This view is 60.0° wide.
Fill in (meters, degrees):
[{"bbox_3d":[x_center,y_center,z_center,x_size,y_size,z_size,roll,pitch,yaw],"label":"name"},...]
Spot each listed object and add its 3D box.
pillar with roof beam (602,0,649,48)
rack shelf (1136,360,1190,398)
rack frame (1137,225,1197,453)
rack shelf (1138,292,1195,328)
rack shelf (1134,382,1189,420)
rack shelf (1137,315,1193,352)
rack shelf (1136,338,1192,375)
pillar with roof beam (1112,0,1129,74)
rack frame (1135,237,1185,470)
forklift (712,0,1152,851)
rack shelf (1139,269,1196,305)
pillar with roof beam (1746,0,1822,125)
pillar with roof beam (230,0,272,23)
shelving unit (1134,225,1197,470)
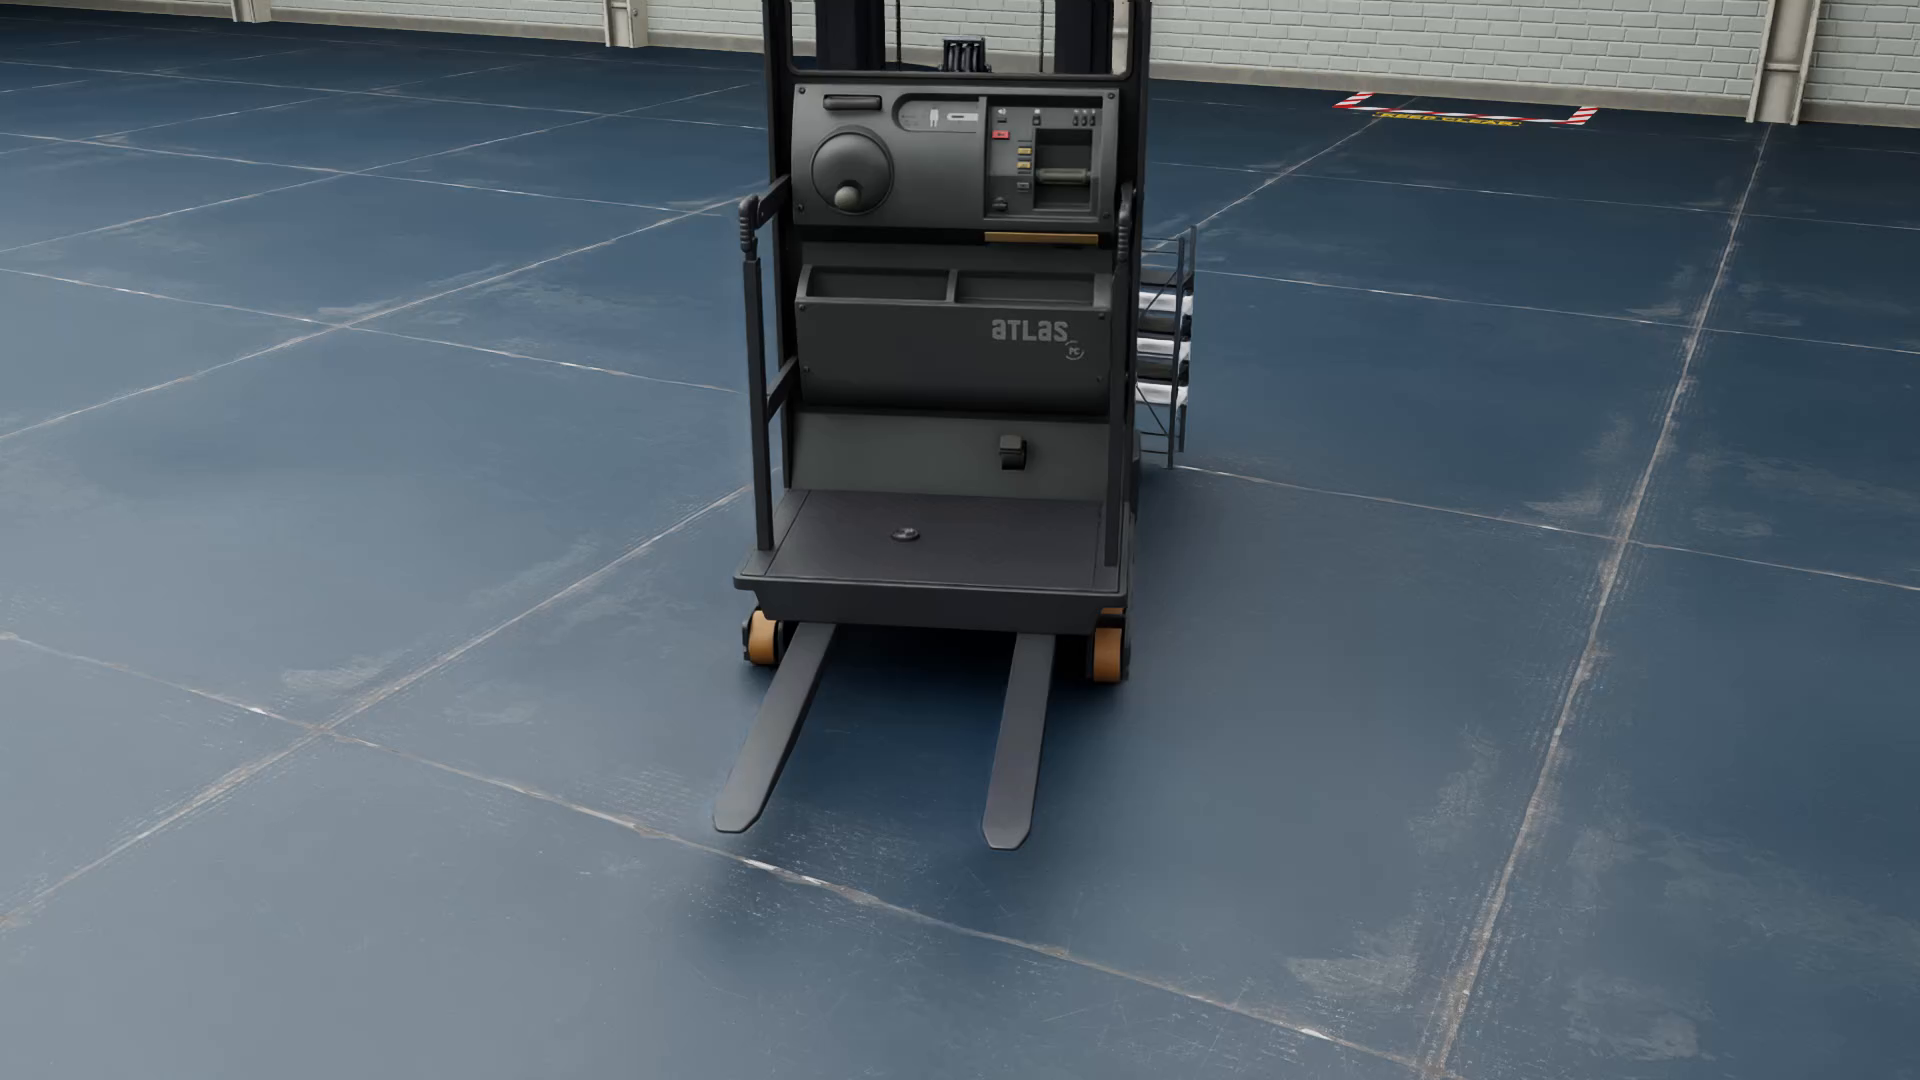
[{"bbox_3d":[-5.757,-8.312,13.797,0.400,9.000,9.100,11,25,25],"label":"pillar with roof beam"},{"bbox_3d":[0.737,-0.624,6.383,0.258,0.077,0.200,8,24,18],"label":"rack shelf"},{"bbox_3d":[0.770,-0.775,6.423,0.240,0.900,0.006,8,24,18],"label":"rack frame"},{"bbox_3d":[0.737,-0.873,6.277,0.258,0.077,0.200,8,24,18],"label":"rack shelf"},{"bbox_3d":[0.737,-0.541,6.418,0.258,0.077,0.200,8,24,18],"label":"rack shelf"},{"bbox_3d":[0.737,-0.790,6.312,0.258,0.077,0.200,8,24,18],"label":"rack shelf"},{"bbox_3d":[0.737,-0.707,6.348,0.258,0.077,0.200,8,24,18],"label":"rack shelf"},{"bbox_3d":[-0.403,-7.253,11.306,0.400,9.000,9.100,11,25,25],"label":"pillar with roof beam"},{"bbox_3d":[0.703,-0.700,6.246,0.240,0.900,0.006,8,24,18],"label":"rack frame"},{"bbox_3d":[-0.038,-1.077,4.537,1.130,2.935,3.031,3,23,6],"label":"forklift"},{"bbox_3d":[0.737,-0.955,6.242,0.258,0.077,0.200,8,24,18],"label":"rack shelf"},{"bbox_3d":[4.952,-6.193,8.814,0.400,9.000,9.100,11,25,25],"label":"pillar with roof beam"},{"bbox_3d":[-11.112,-9.372,16.288,0.400,9.000,9.100,11,25,25],"label":"pillar with roof beam"},{"bbox_3d":[0.737,-0.738,6.335,0.258,0.900,0.210,8,24,18],"label":"shelving unit"}]
